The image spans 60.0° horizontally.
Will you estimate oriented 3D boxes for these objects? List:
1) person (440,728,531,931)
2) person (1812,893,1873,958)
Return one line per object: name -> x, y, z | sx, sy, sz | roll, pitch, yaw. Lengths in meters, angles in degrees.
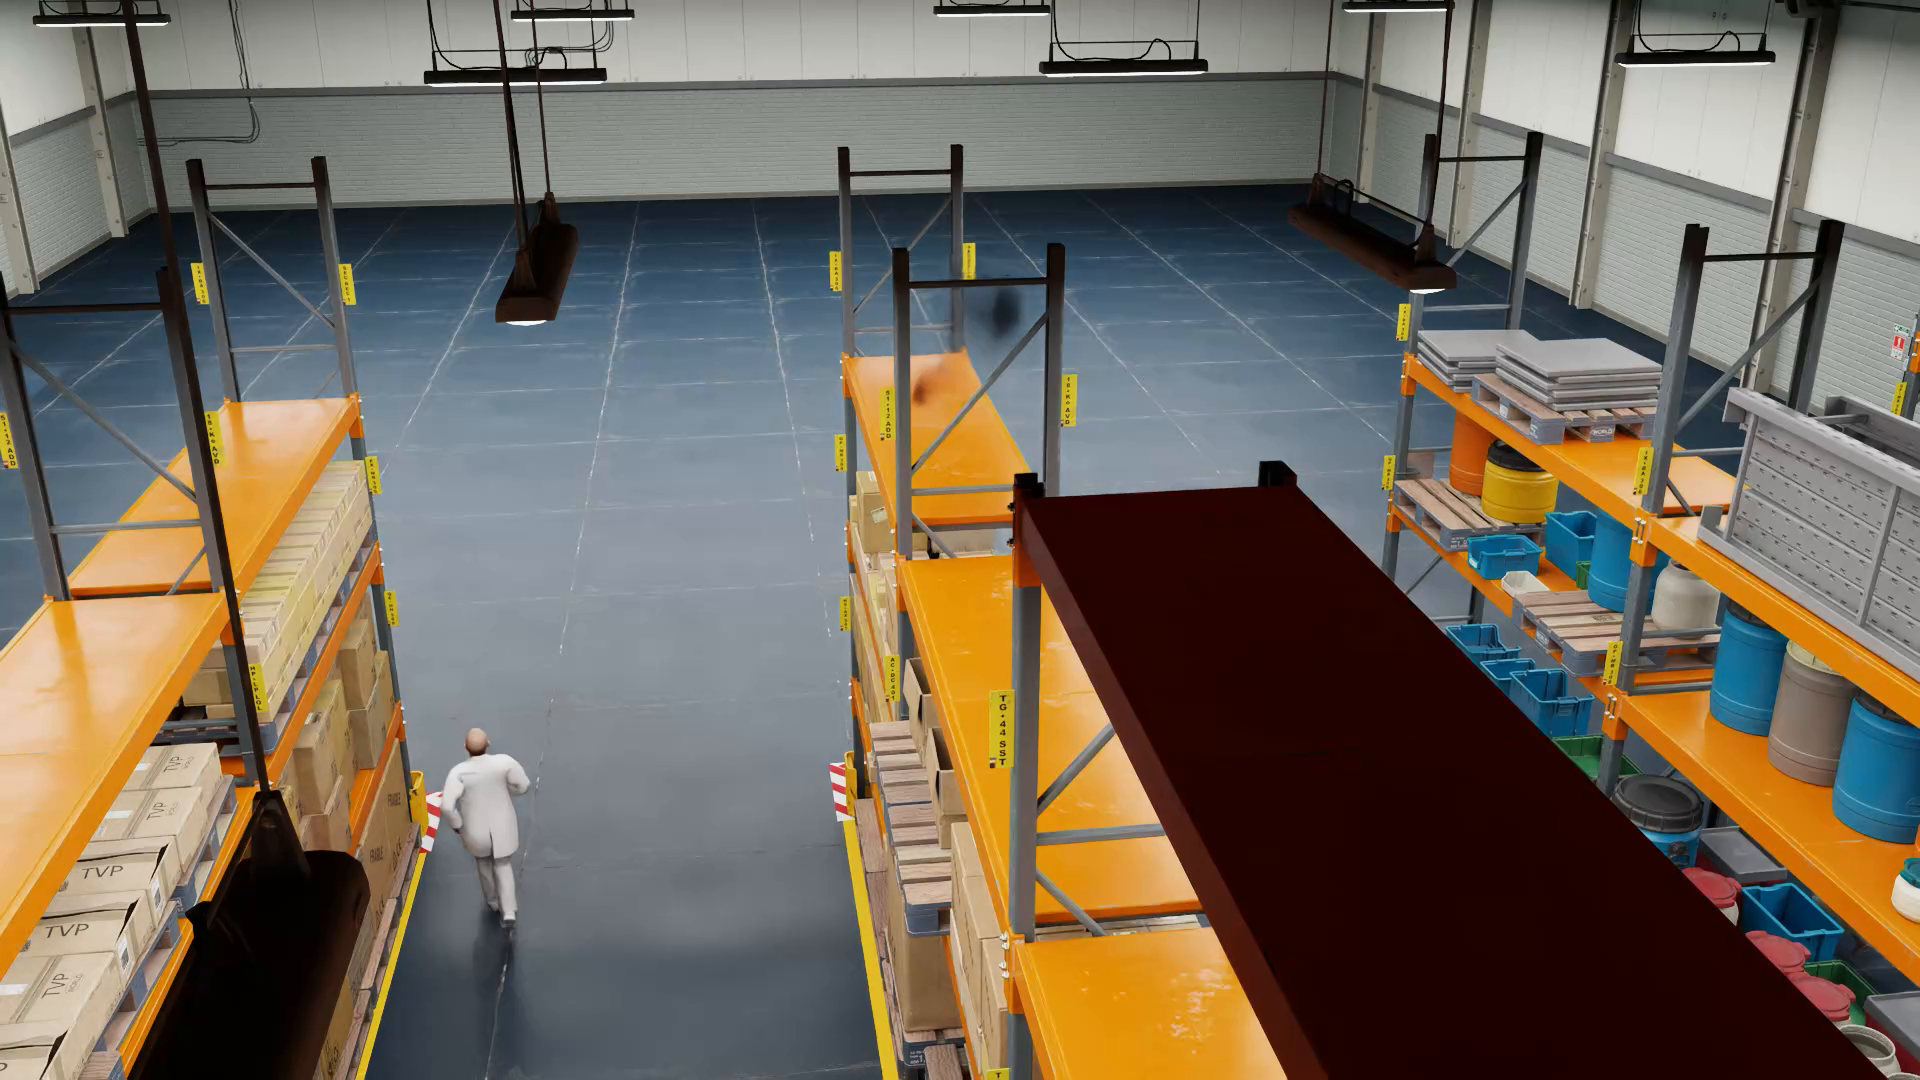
person -> -3.782, 2.325, 13.378 | 0.713, 1.776, 0.955 | -8, 23, -18
person -> 7.005, 2.580, 13.088 | 0.541, 1.536, 0.836 | -8, 23, -20
